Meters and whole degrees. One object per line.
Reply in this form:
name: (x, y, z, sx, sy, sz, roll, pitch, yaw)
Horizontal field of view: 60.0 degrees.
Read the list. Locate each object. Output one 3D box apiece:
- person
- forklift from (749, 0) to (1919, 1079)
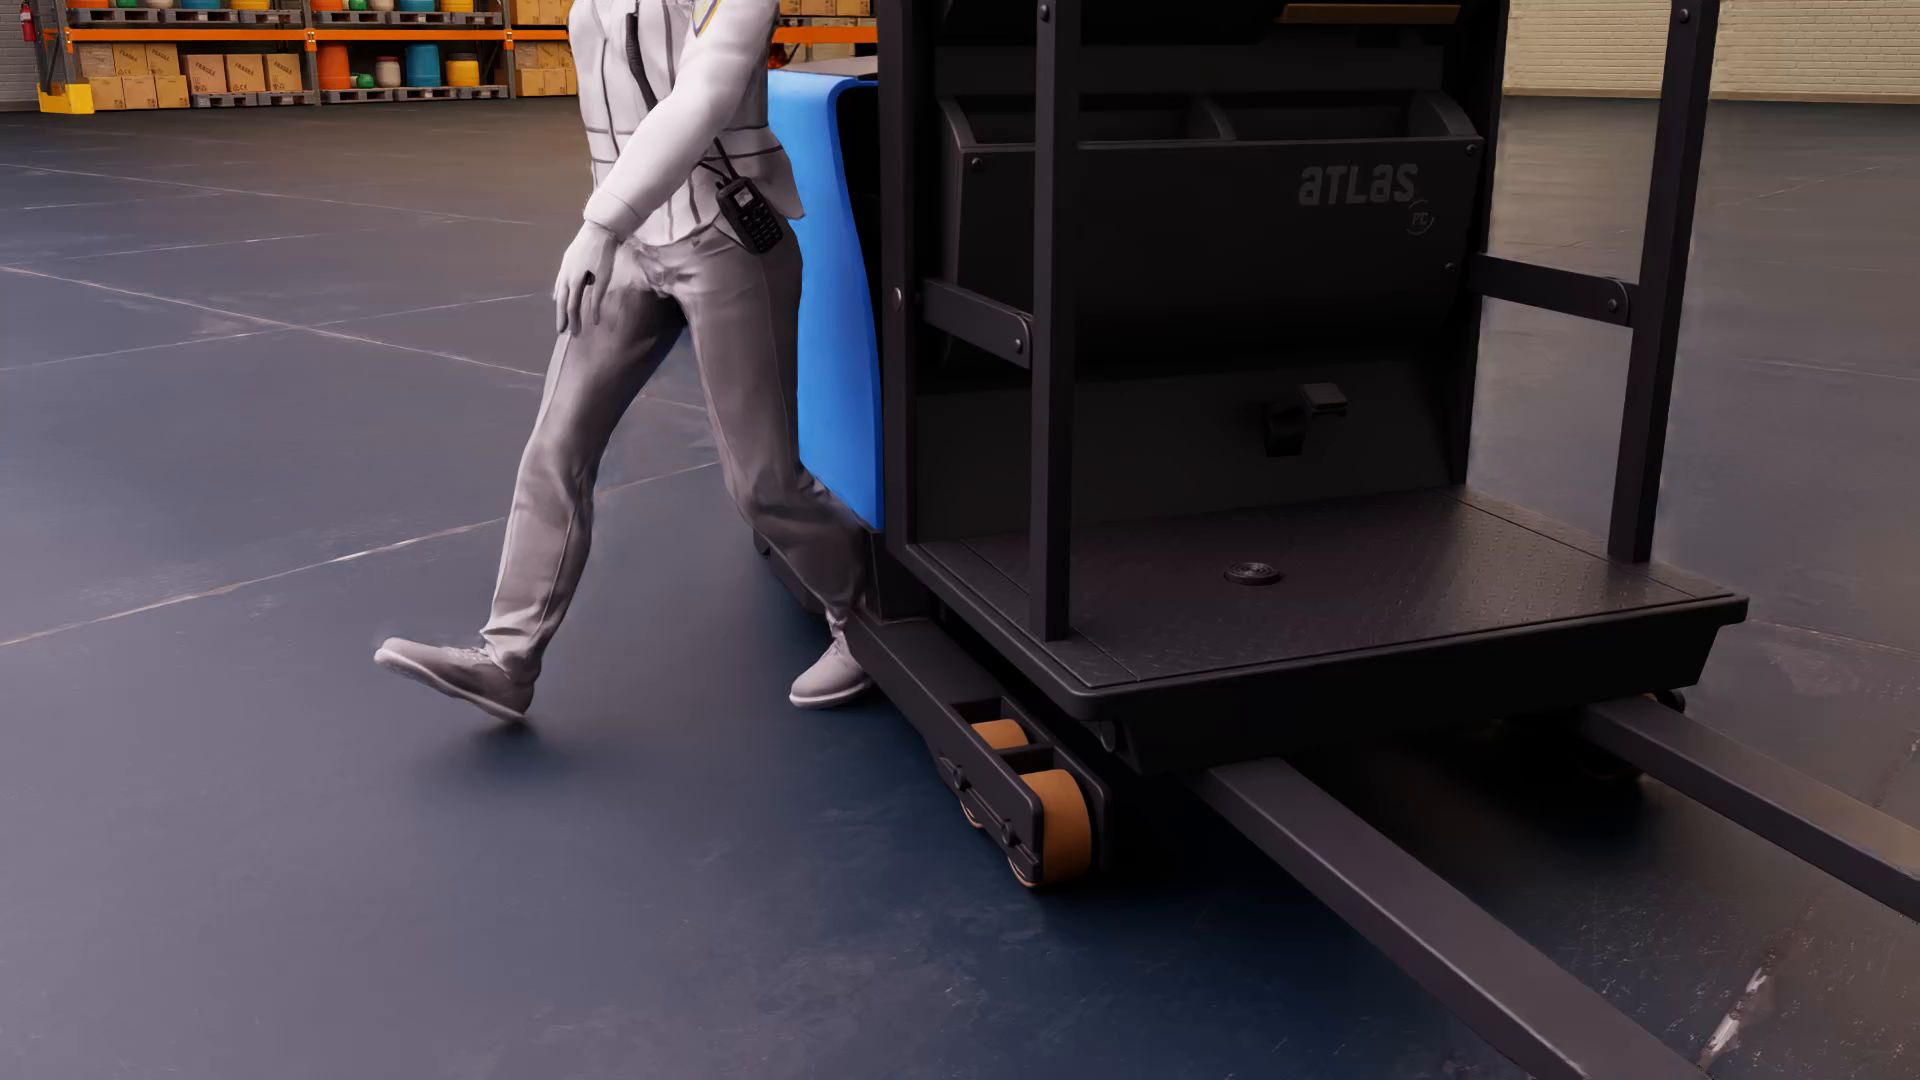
person: (-0.543, -0.465, 2.735, 0.893, 1.607, 0.625, -16, 23, -42)
forklift: (0.490, -1.050, 2.355, 1.130, 2.935, 3.031, -6, 18, -20)
